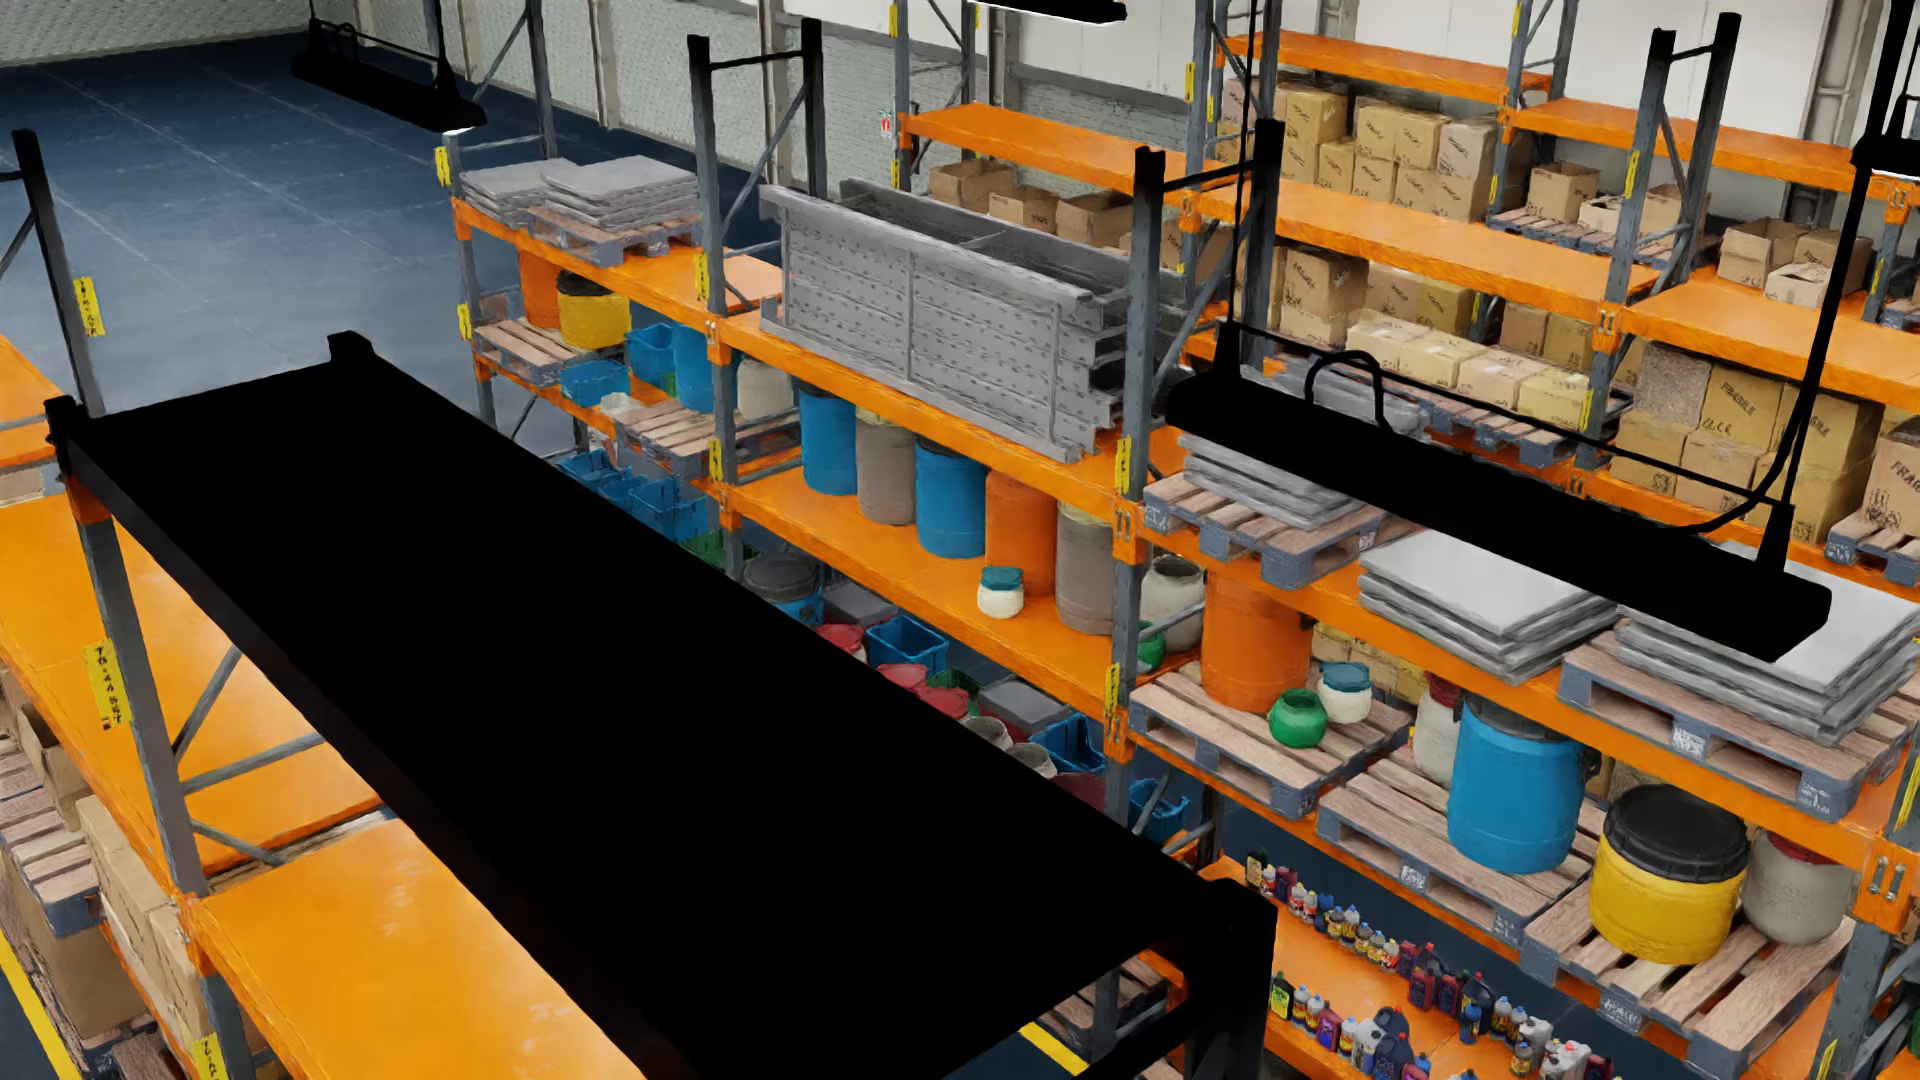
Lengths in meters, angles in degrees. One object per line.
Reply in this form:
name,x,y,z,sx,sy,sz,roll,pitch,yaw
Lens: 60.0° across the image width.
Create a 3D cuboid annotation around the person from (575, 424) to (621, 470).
person,-3.706,-0.844,17.296,0.773,1.740,0.667,20,33,34
